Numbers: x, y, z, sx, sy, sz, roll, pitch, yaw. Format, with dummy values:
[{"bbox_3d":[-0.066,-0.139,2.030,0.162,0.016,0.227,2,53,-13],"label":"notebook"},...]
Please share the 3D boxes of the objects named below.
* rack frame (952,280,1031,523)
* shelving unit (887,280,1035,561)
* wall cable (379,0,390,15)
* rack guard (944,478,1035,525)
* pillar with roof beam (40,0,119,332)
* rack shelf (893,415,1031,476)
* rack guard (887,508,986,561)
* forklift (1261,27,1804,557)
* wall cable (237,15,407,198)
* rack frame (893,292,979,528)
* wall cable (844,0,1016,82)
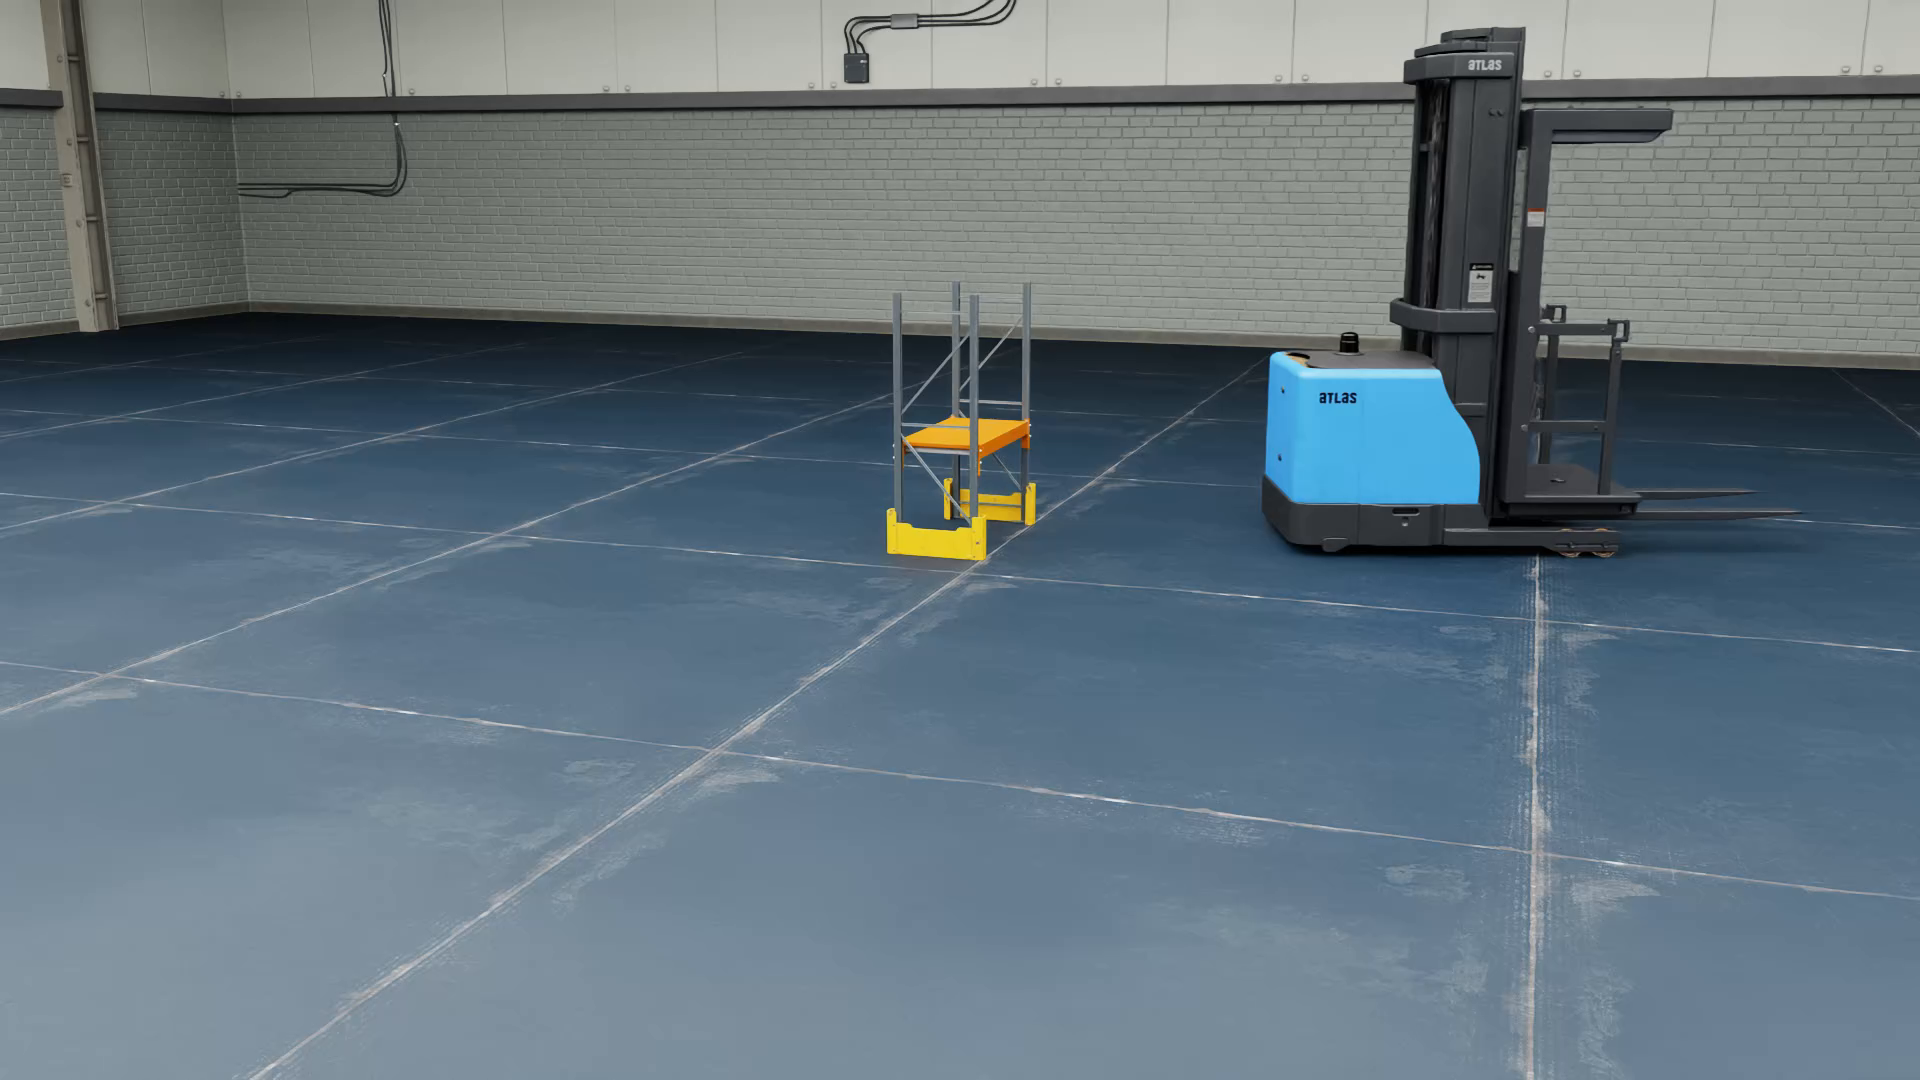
[{"bbox_3d":[0.192,-0.856,10.369,0.500,1.500,0.032,4,14,18],"label":"rack frame"},{"bbox_3d":[0.025,-0.747,9.891,0.587,1.500,1.083,4,14,18],"label":"shelving unit"},{"bbox_3d":[-6.794,-8.481,22.551,3.097,2.526,0.112,4,14,18],"label":"wall cable"},{"bbox_3d":[0.186,-0.243,10.490,0.587,0.250,0.087,4,14,18],"label":"rack guard"},{"bbox_3d":[-7.485,-6.892,19.963,9.100,9.000,0.400,4,14,18],"label":"pillar with roof beam"},{"bbox_3d":[0.028,-0.574,9.940,0.538,0.185,1.000,4,14,18],"label":"rack shelf"},{"bbox_3d":[-0.136,-0.033,9.571,0.587,0.250,0.087,4,14,18],"label":"rack guard"},{"bbox_3d":[3.413,-1.447,9.742,3.031,2.935,1.130,0,13,0],"label":"forklift"},{"bbox_3d":[-9.354,-6.214,23.967,3.097,2.526,0.112,4,14,18],"label":"wall cable"},{"bbox_3d":[-0.137,-0.642,9.431,0.500,1.500,0.032,4,14,18],"label":"rack frame"},{"bbox_3d":[-0.377,-8.699,20.234,2.305,6.003,0.169,4,14,18],"label":"wall cable"}]
